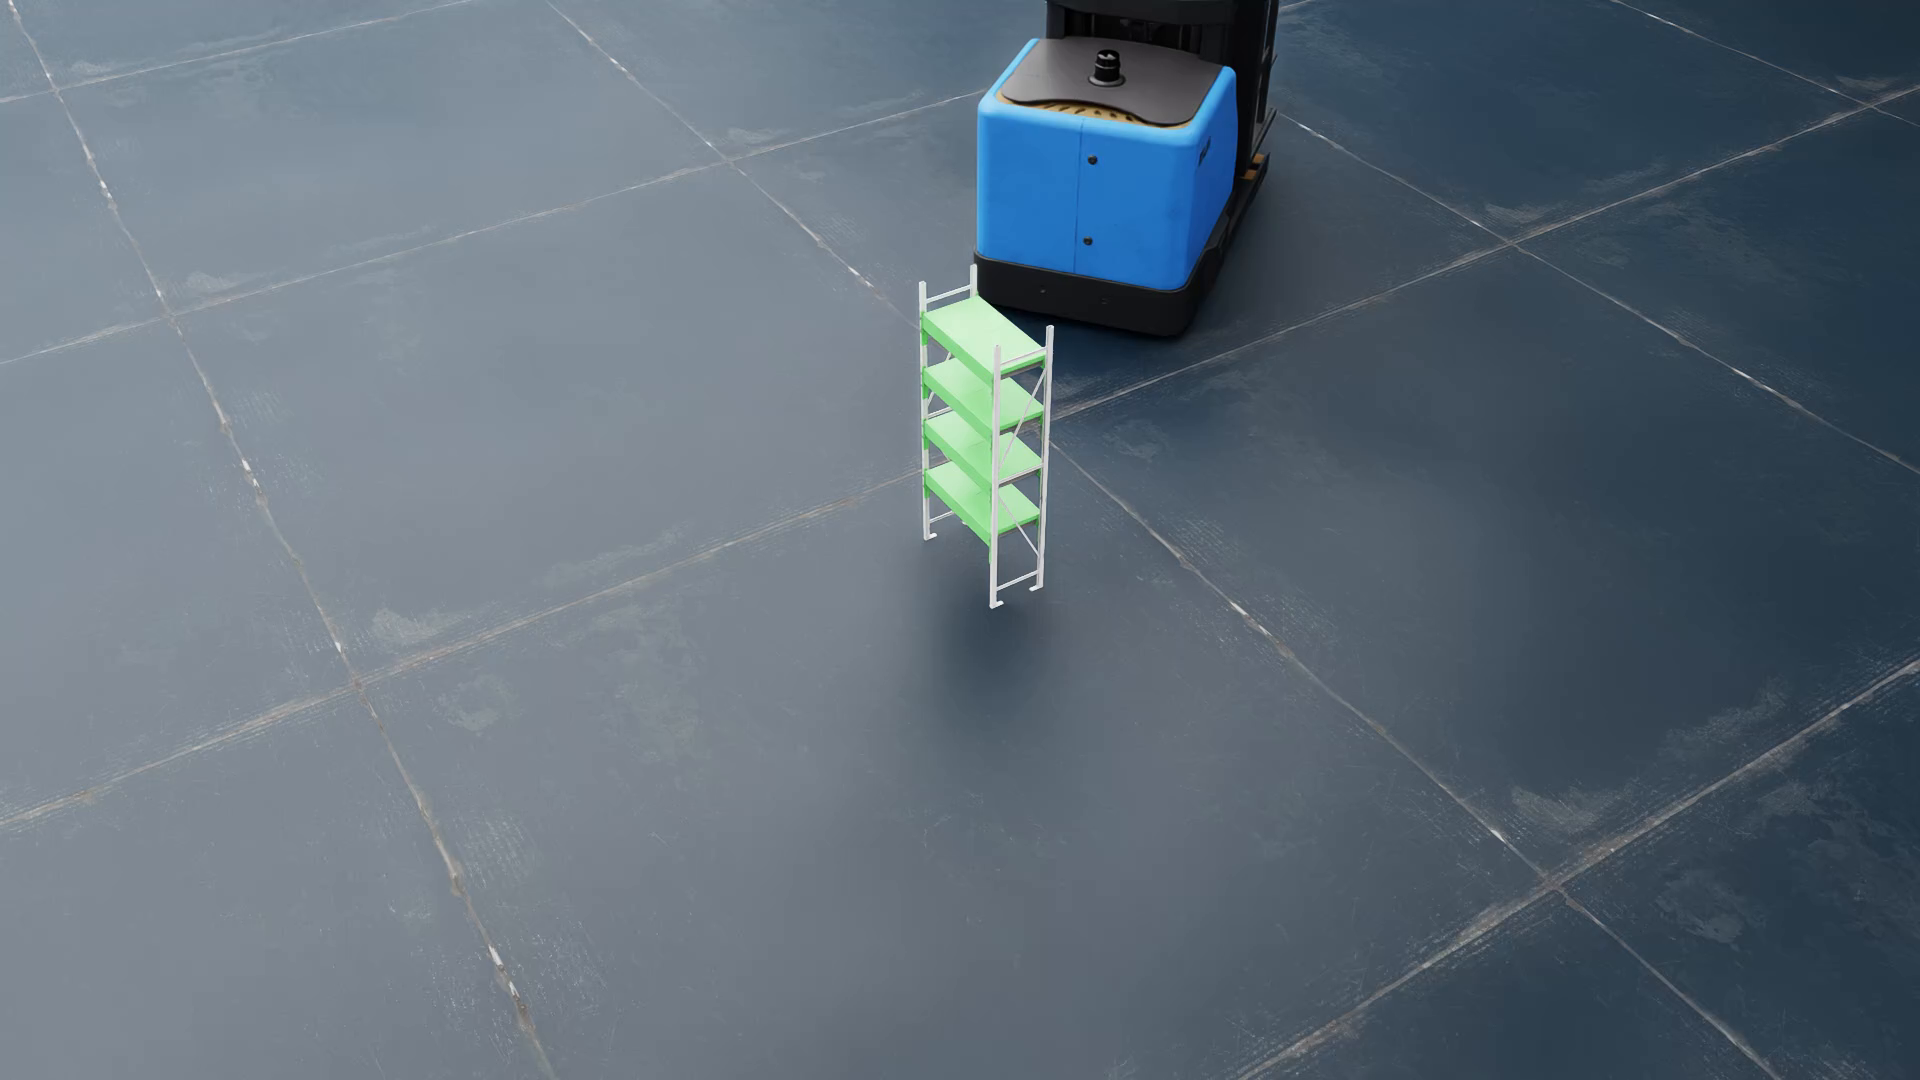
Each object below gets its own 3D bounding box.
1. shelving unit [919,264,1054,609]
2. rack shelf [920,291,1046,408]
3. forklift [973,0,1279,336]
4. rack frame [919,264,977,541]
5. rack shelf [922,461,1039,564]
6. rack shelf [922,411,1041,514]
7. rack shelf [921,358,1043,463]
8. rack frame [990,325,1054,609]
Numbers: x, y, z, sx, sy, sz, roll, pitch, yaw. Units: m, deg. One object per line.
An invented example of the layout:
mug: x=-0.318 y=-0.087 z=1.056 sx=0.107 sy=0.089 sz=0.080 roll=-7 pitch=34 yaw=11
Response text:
shelving unit: x=0.089 y=-0.372 z=6.259 sx=0.258 sy=1.200 sz=0.503 roll=-22 pitch=45 yaw=-24
rack shelf: x=0.089 y=-0.691 z=5.992 sx=0.258 sy=0.148 sz=0.480 roll=-22 pitch=45 yaw=-24
forklift: x=1.046 y=-3.032 z=8.099 sx=1.130 sy=2.935 sz=3.031 roll=13 pitch=42 yaw=15
rack frame: x=-0.042 y=-0.503 z=6.417 sx=0.240 sy=1.200 sz=0.015 roll=-22 pitch=45 yaw=-24
rack shelf: x=0.089 y=-0.138 z=6.453 sx=0.258 sy=0.148 sz=0.480 roll=-22 pitch=45 yaw=-24
rack shelf: x=0.089 y=-0.323 z=6.300 sx=0.258 sy=0.148 sz=0.480 roll=-22 pitch=45 yaw=-24
rack shelf: x=0.089 y=-0.507 z=6.146 sx=0.258 sy=0.148 sz=0.480 roll=-22 pitch=45 yaw=-24
rack frame: x=0.220 y=-0.240 z=6.101 sx=0.240 sy=1.200 sz=0.015 roll=-22 pitch=45 yaw=-24
